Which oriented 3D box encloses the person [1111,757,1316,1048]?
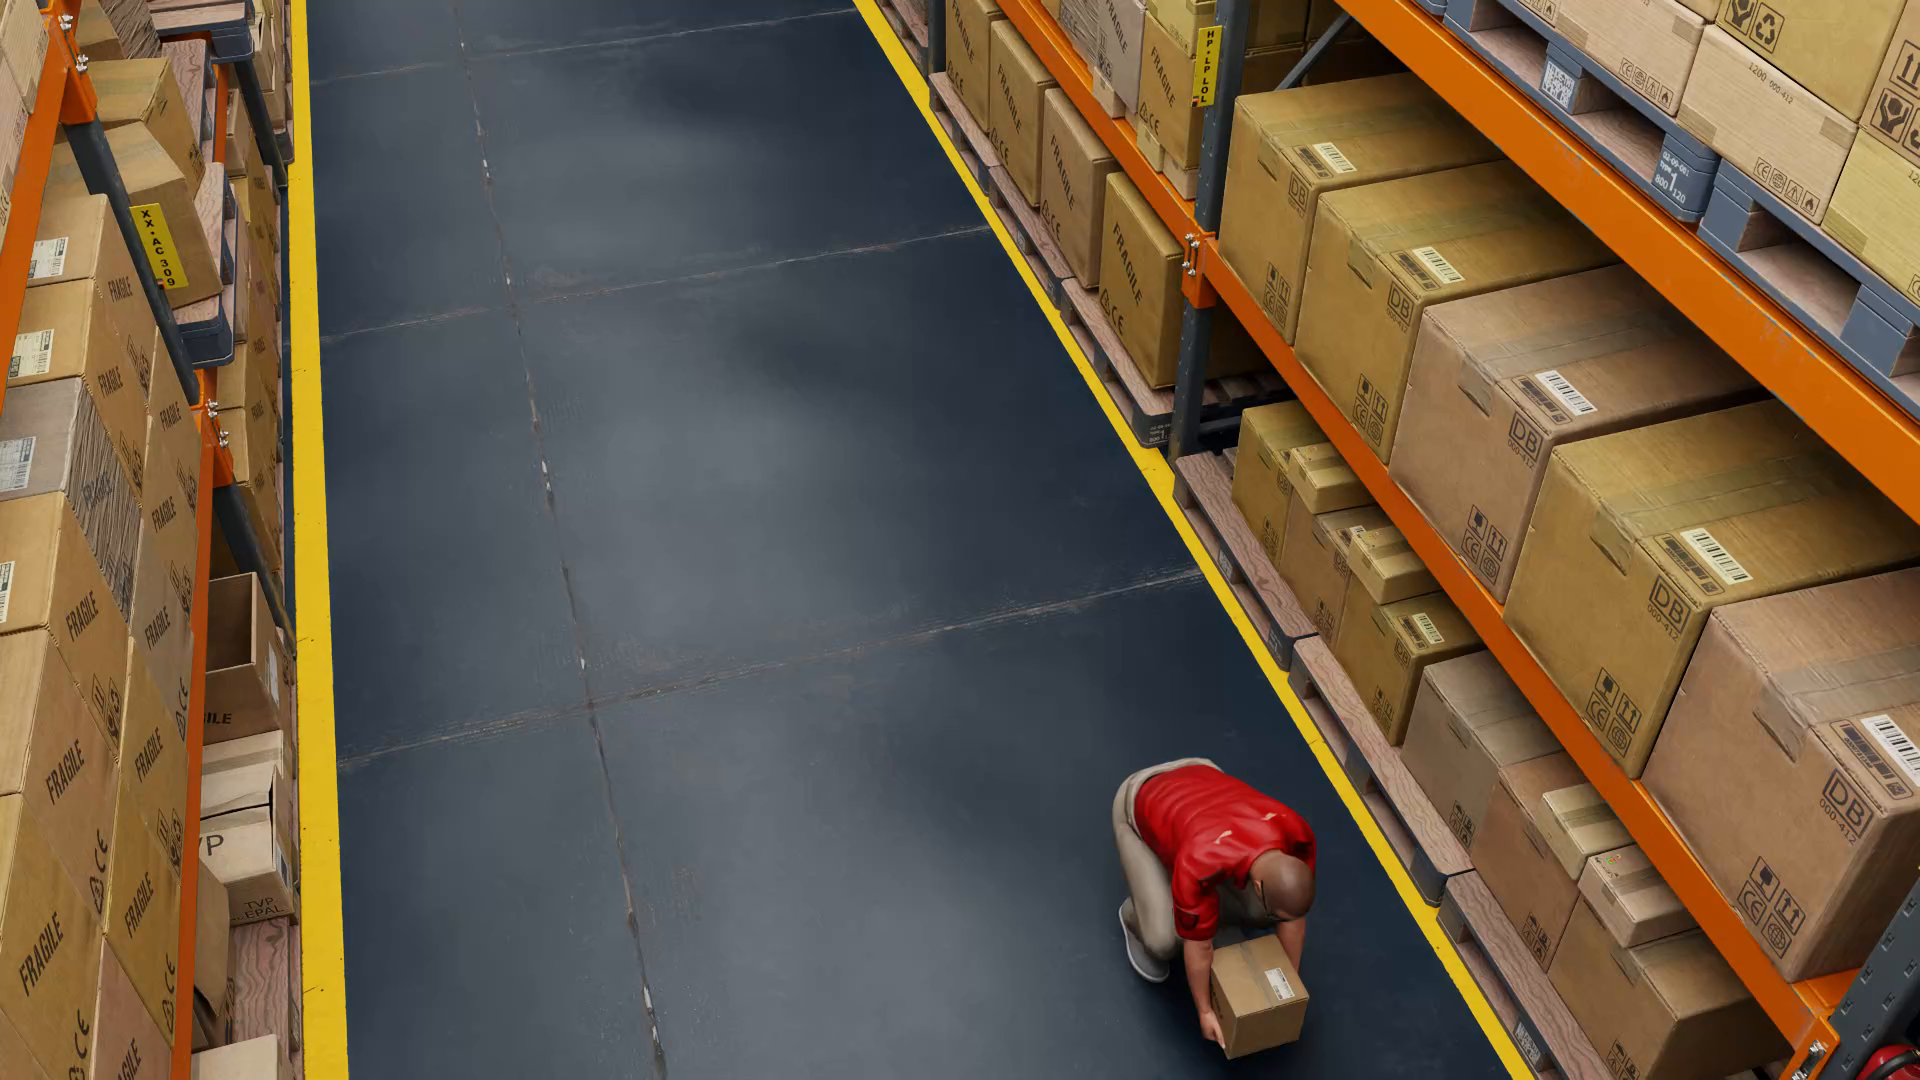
[{"bbox_3d":[0.833,1.130,5.480,0.531,0.984,0.891,-13,44,-14],"label":"person"}]
